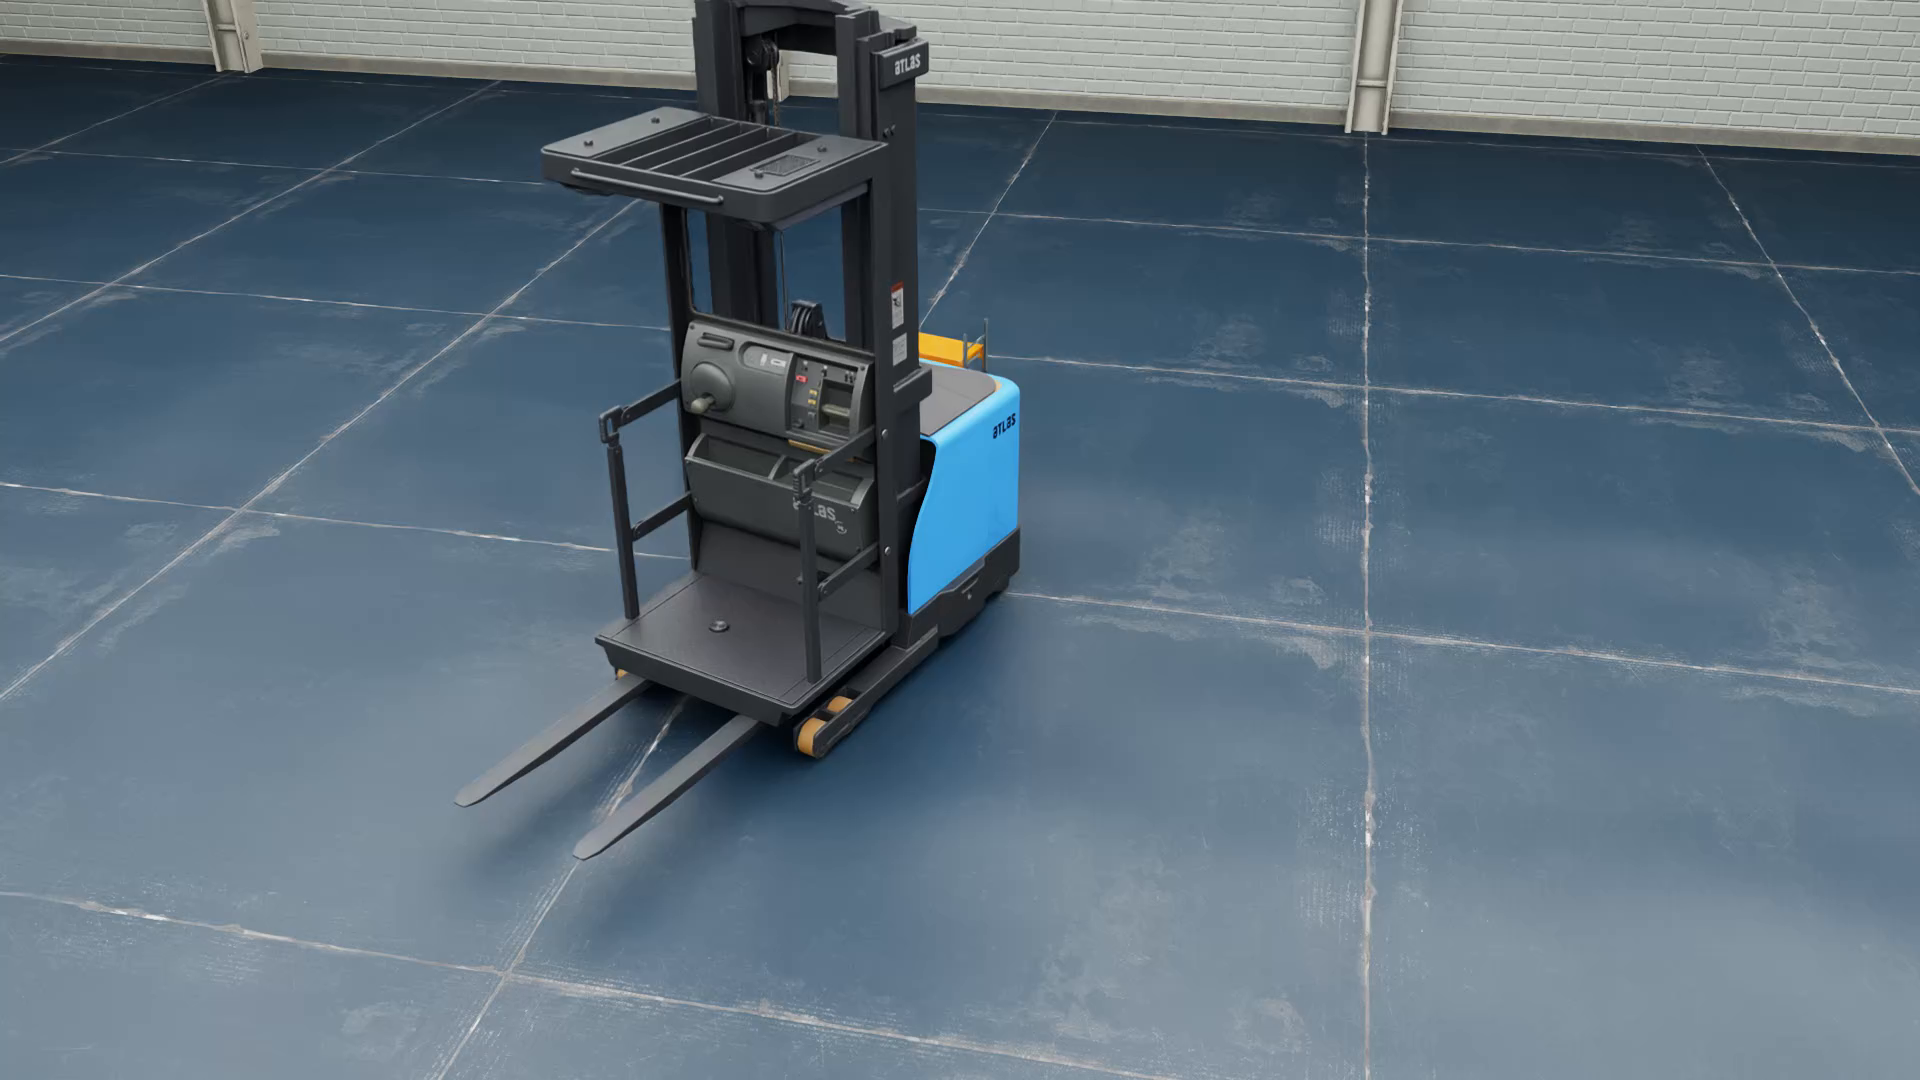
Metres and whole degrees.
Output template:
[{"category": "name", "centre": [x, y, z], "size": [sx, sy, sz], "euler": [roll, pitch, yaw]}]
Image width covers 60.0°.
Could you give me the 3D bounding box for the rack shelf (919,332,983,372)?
[{"category": "rack shelf", "centre": [-0.140, -0.921, 8.365], "size": [0.480, 0.148, 0.258], "euler": [14, 32, 24]}]

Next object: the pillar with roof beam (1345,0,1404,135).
[{"category": "pillar with roof beam", "centre": [2.992, -5.861, 10.085], "size": [0.400, 9.000, 9.100], "euler": [6, 29, 11]}]

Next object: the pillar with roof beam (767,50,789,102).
[{"category": "pillar with roof beam", "centre": [-2.875, -6.463, 11.184], "size": [0.400, 9.000, 9.100], "euler": [6, 29, 11]}]

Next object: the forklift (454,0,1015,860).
[{"category": "forklift", "centre": [-0.896, -0.617, 6.825], "size": [1.121, 2.935, 3.031], "euler": [16, 33, 27]}]

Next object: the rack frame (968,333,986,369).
[{"category": "rack frame", "centre": [0.077, -0.523, 8.456], "size": [0.006, 1.046, 0.228], "euler": [14, 32, 24]}]

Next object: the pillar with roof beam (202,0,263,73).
[{"category": "pillar with roof beam", "centre": [-8.743, -7.065, 12.283], "size": [0.400, 9.000, 9.100], "euler": [6, 29, 11]}]

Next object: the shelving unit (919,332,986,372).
[{"category": "shelving unit", "centre": [-0.141, -0.577, 8.555], "size": [0.499, 1.200, 0.258], "euler": [14, 32, 24]}]
